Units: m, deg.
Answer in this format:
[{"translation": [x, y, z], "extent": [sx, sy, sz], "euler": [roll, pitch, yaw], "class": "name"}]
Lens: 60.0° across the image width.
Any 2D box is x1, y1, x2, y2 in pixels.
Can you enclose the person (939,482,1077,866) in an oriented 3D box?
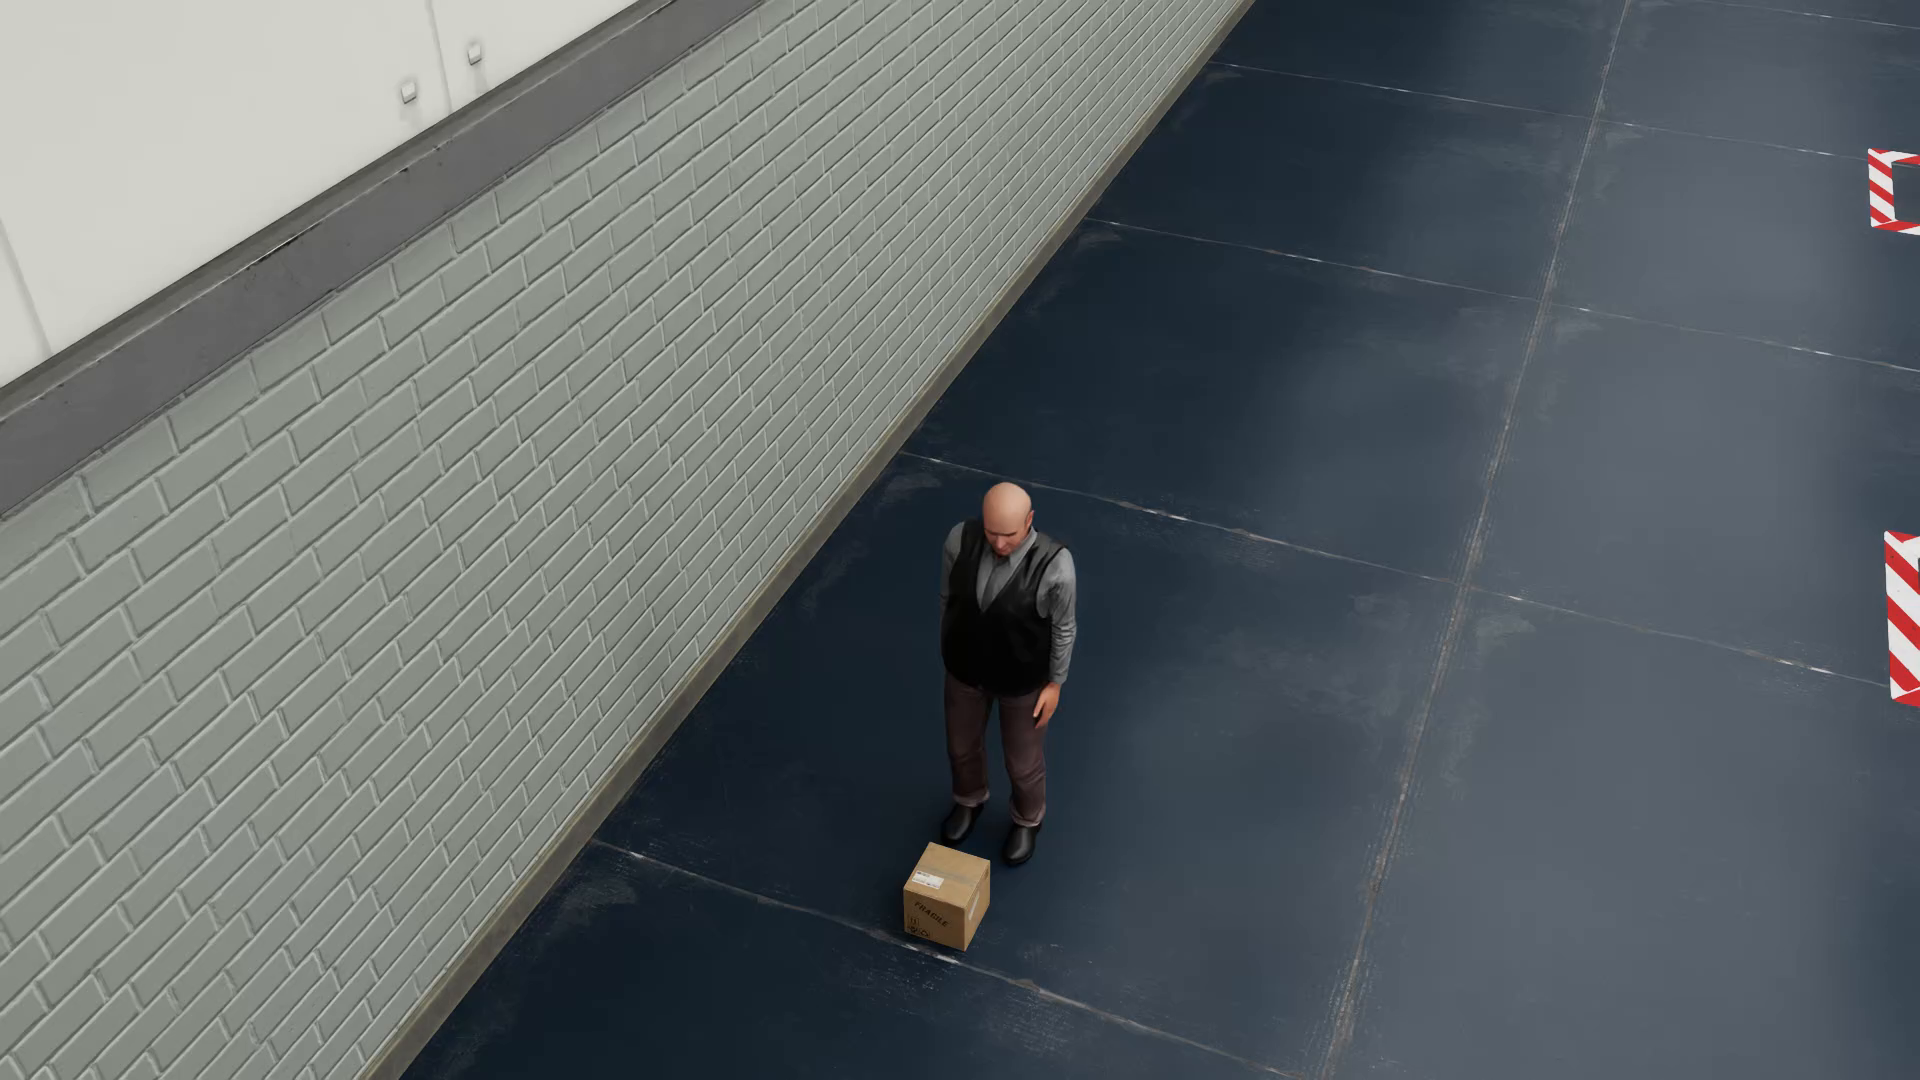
[{"translation": [0.166, 0.493, 6.205], "extent": [0.535, 1.712, 0.353], "euler": [15, 40, 19], "class": "person"}]
